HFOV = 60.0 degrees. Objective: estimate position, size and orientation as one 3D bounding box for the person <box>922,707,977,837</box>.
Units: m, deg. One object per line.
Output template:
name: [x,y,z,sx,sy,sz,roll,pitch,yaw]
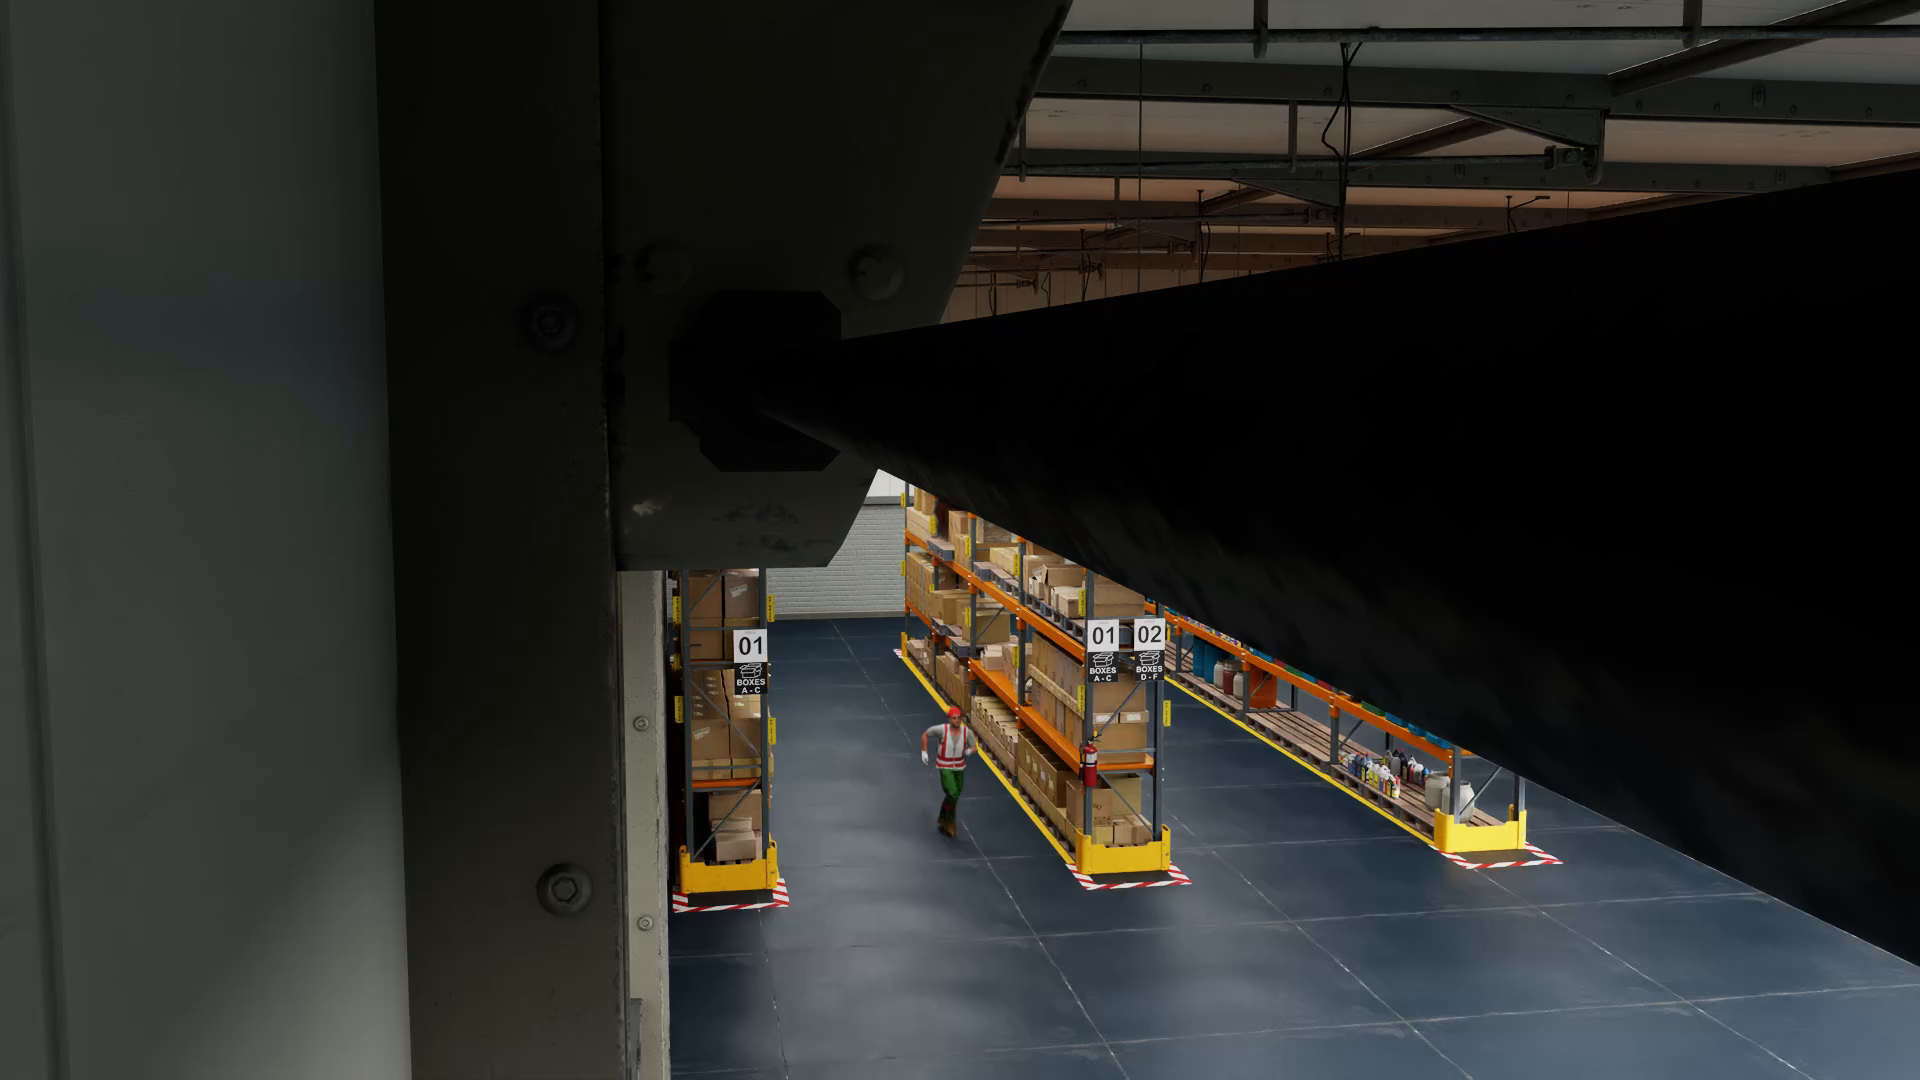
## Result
person: [-0.126,3.111,22.494,0.695,1.767,0.826,-2,6,-19]
